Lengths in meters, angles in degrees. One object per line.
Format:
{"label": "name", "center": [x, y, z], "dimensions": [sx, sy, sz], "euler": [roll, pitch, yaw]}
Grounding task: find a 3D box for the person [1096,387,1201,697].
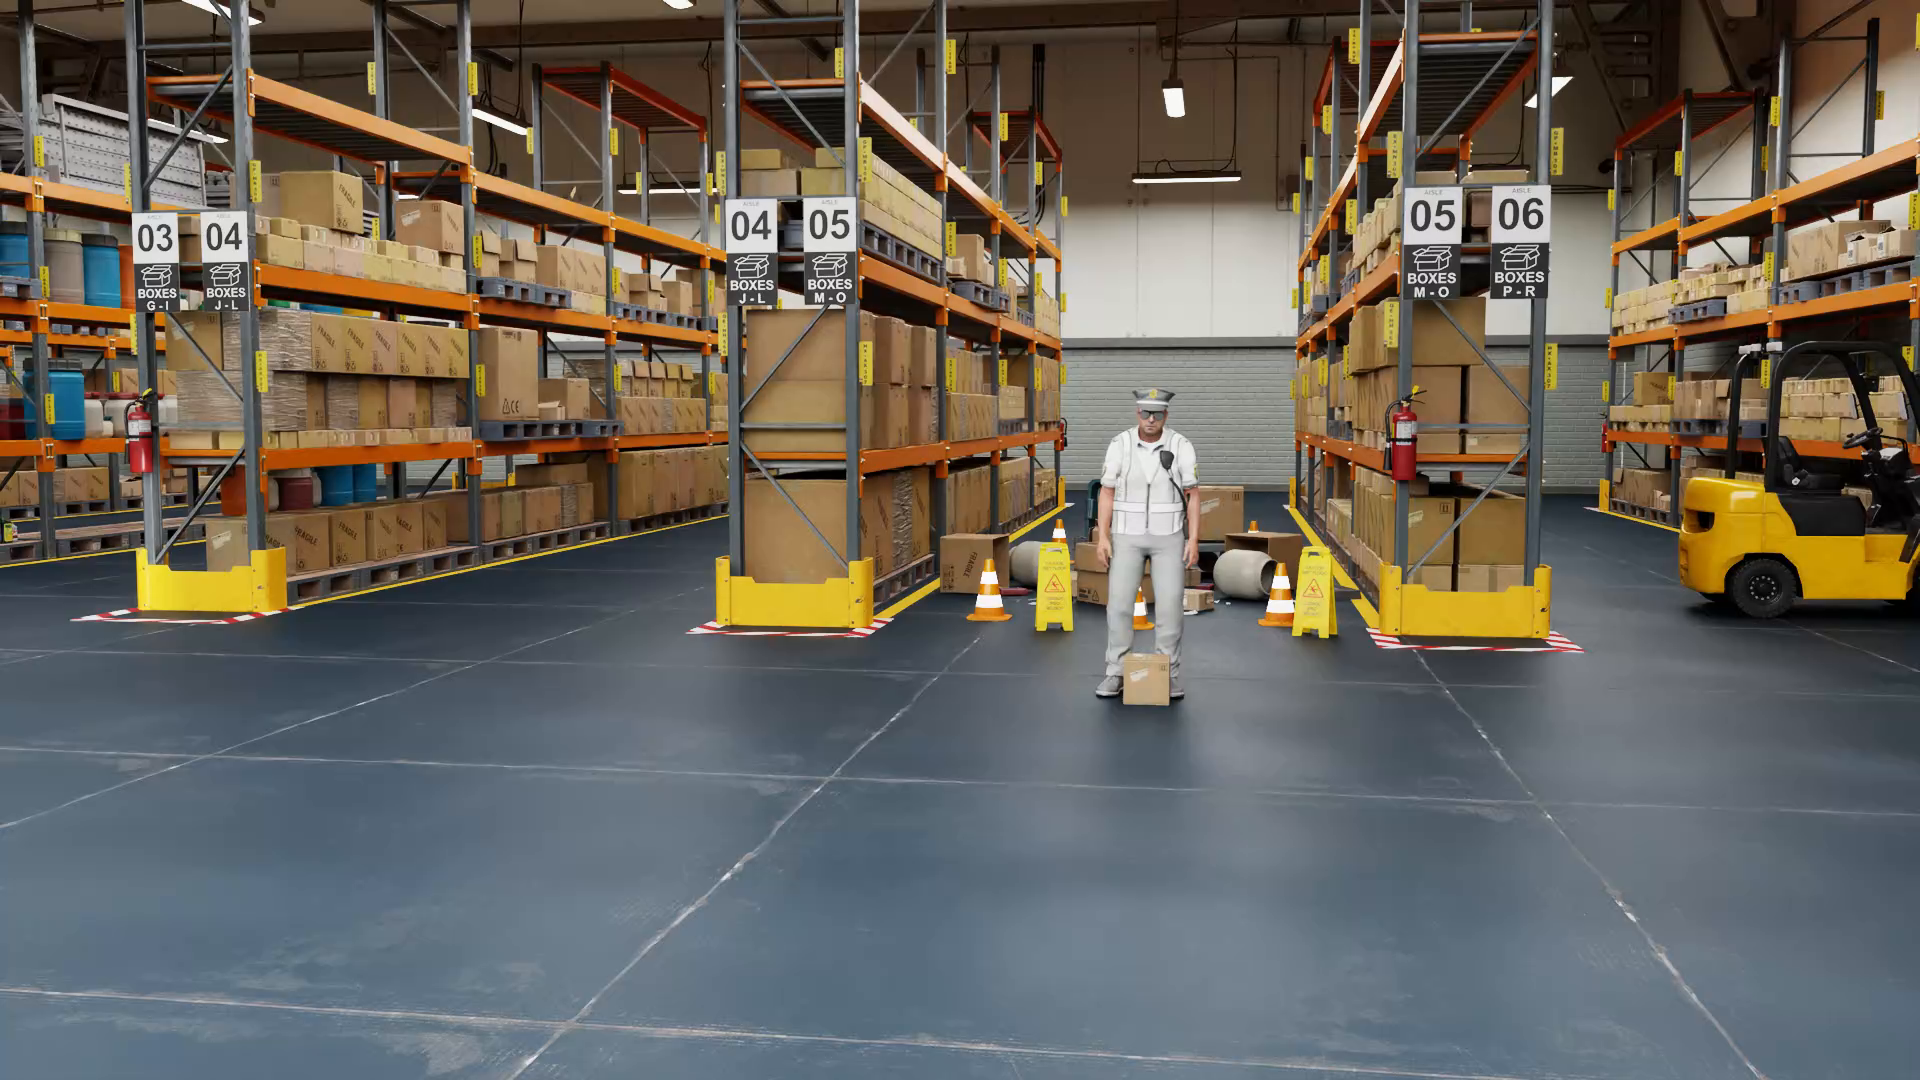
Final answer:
{"label": "person", "center": [1.077, 0.007, 9.493], "dimensions": [0.585, 1.749, 0.434], "euler": [1, 4, 9]}
